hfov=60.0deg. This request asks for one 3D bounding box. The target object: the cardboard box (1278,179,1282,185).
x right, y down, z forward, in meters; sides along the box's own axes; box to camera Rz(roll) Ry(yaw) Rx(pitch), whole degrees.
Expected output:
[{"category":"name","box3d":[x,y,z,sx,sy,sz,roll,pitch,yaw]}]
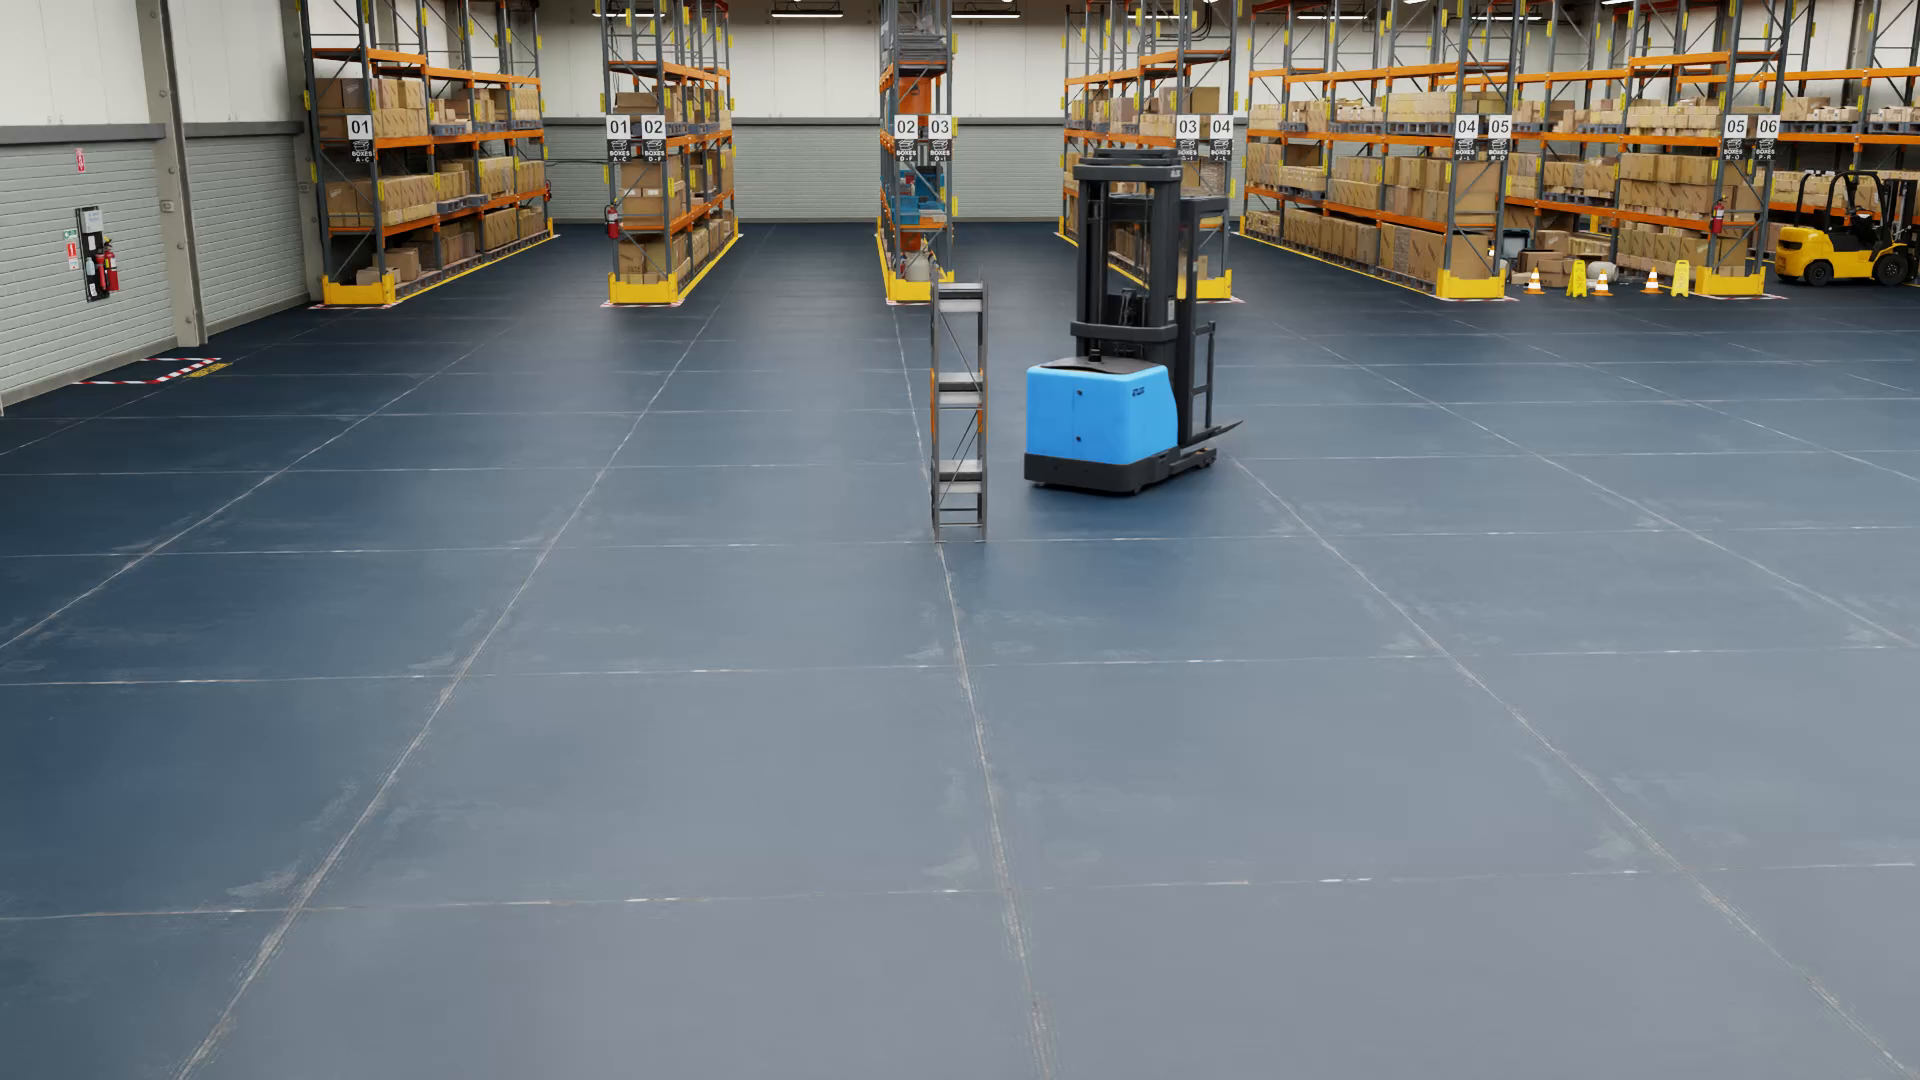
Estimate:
[{"category":"cardboard box","box3d":[8.078,-8.839,41.021,0.380,0.149,0.250,-2,15,-6]}]

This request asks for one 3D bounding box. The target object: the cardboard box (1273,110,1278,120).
[{"category":"cardboard box","box3d":[8.209,-10.725,41.968,0.500,0.250,0.500,-1,15,-6]}]

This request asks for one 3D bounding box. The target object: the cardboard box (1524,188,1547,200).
[{"category":"cardboard box","box3d":[13.404,-8.018,38.471,0.500,0.250,0.500,-1,14,-5]}]

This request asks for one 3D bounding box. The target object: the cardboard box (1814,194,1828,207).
[{"category":"cardboard box","box3d":[18.567,-7.225,35.389,0.500,0.250,0.500,-1,14,-4]}]

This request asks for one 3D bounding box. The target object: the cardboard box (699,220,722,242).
[{"category":"cardboard box","box3d":[-5.993,-7.420,39.978,0.500,0.500,0.500,-1,14,-3]}]

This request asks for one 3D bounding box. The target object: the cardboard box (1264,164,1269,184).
[{"category":"cardboard box","box3d":[8.140,-9.423,42.834,0.500,0.500,0.500,-1,14,-4]}]

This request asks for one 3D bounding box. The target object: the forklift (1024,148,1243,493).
[{"category":"forklift","box3d":[1.784,-2.142,15.471,1.130,2.935,3.031,9,17,31]}]

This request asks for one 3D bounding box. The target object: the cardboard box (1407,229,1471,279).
[{"category":"cardboard box","box3d":[9.091,-5.439,31.565,0.875,0.875,0.875,-1,14,-4]}]

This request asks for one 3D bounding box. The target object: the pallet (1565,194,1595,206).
[{"category":"pallet","box3d":[13.858,-7.384,36.092,1.003,0.211,1.213,-1,14,-3]}]

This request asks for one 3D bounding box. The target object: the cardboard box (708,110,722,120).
[{"category":"cardboard box","box3d":[-6.114,-10.406,40.727,0.500,0.250,0.500,-1,14,-3]}]

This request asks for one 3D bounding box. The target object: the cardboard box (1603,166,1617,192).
[{"category":"cardboard box","box3d":[13.685,-7.481,34.443,0.500,0.500,0.500,-1,14,-4]}]

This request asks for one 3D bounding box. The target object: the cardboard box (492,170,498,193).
[{"category":"cardboard box","box3d":[-10.855,-8.167,37.912,0.500,0.500,0.500,-1,14,-4]}]

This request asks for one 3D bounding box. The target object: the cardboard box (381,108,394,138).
[{"category":"cardboard box","box3d":[-10.301,-7.329,29.230,0.500,0.500,0.500,0,14,0]}]

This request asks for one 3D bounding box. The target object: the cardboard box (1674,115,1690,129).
[{"category":"cardboard box","box3d":[13.823,-7.881,31.320,0.500,0.250,0.500,0,14,-2]}]

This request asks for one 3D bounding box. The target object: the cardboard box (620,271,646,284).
[{"category":"cardboard box","box3d":[-5.916,-4.675,29.851,0.500,0.250,0.500,-1,14,-3]}]

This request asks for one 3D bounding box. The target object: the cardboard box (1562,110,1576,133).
[{"category":"cardboard box","box3d":[13.743,-9.234,36.676,0.700,0.500,0.500,-1,14,-3]}]

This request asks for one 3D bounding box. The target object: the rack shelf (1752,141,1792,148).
[{"category":"rack shelf","box3d":[18.525,-9.648,39.929,1.077,0.370,4.000,-1,14,-3]}]

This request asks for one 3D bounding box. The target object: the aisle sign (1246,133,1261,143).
[{"category":"aisle sign","box3d":[7.961,-11.129,45.045,0.394,0.787,0.004,-1,14,-3]}]

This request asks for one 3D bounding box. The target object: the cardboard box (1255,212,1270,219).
[{"category":"cardboard box","box3d":[8.081,-8.641,44.273,0.380,0.149,0.250,-2,15,-6]}]

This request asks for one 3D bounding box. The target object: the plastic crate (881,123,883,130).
[{"category":"plastic crate","box3d":[-1.716,-10.185,40.997,0.450,0.188,0.662,-1,14,-3]}]

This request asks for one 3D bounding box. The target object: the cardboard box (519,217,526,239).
[{"category":"cardboard box","box3d":[-11.220,-7.762,41.347,0.700,0.500,0.500,-1,14,-3]}]

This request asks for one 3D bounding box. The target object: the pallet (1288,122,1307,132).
[{"category":"pallet","box3d":[8.512,-9.811,39.495,1.213,0.211,1.003,-1,14,-3]}]

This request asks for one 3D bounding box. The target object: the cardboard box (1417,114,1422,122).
[{"category":"cardboard box","box3d":[8.803,-7.917,31.219,0.380,0.149,0.250,-1,14,-3]}]

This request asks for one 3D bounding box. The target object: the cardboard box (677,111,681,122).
[{"category":"cardboard box","box3d":[-5.865,-8.406,33.116,0.500,0.250,0.500,1,14,2]}]

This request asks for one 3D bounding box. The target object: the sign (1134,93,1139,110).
[{"category":"sign","box3d":[3.498,-8.705,32.994,0.100,0.325,0.005,-1,14,-3]}]

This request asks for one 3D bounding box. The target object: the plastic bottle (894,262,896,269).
[{"category":"plastic bottle","box3d":[-1.221,-5.126,31.498,0.061,0.283,0.133,-1,14,-2]}]

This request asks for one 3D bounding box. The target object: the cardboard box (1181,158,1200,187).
[{"category":"cardboard box","box3d":[4.019,-6.636,29.994,0.500,0.500,0.500,-1,14,-3]}]

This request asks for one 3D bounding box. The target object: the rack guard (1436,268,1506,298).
[{"category":"rack guard","box3d":[9.257,-4.661,30.139,1.175,0.500,0.348,-1,14,-3]}]

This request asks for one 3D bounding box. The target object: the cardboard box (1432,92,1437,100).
[{"category":"cardboard box","box3d":[8.849,-8.116,30.389,0.380,0.149,0.250,-1,14,-2]}]

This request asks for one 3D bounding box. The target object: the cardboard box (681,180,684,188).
[{"category":"cardboard box","box3d":[-5.605,-6.967,32.584,0.380,0.149,0.250,-1,14,-3]}]

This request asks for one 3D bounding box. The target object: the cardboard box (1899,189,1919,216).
[{"category":"cardboard box","box3d":[18.755,-6.605,32.477,0.500,0.500,0.500,-1,14,-3]}]

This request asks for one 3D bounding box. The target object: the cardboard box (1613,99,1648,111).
[{"category":"cardboard box","box3d":[13.779,-8.942,34.195,0.500,0.250,0.500,-1,14,-2]}]

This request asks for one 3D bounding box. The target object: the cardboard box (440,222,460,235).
[{"category":"cardboard box","box3d":[-10.958,-6.631,35.408,0.500,0.250,0.500,-1,14,-2]}]

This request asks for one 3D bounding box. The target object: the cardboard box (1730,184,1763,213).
[{"category":"cardboard box","box3d":[14.438,-6.294,30.671,0.500,0.500,0.500,-1,14,-4]}]

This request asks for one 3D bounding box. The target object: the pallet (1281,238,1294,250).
[{"category":"pallet","box3d":[8.562,-7.318,41.045,1.003,0.211,1.213,-1,14,-3]}]

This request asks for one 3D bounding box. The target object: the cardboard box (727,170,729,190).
[{"category":"cardboard box","box3d":[-6.188,-9.216,42.626,0.500,0.500,0.500,-1,14,-4]}]

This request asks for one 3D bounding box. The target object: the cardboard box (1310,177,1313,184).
[{"category":"cardboard box","box3d":[8.257,-8.275,38.234,0.380,0.149,0.250,0,14,-1]}]

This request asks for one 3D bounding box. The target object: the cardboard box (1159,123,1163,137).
[{"category":"cardboard box","box3d":[3.959,-7.574,30.725,0.500,0.250,0.500,-1,14,-2]}]

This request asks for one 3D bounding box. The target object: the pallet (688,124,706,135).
[{"category":"pallet","box3d":[-5.880,-8.580,34.712,1.003,0.211,1.213,0,14,-1]}]

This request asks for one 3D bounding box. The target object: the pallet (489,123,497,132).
[{"category":"pallet","box3d":[-11.193,-9.385,37.842,1.003,0.211,1.213,0,14,-1]}]

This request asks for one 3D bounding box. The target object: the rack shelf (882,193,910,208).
[{"category":"rack shelf","box3d":[-1.264,-7.888,39.110,1.077,0.370,4.000,-1,14,-3]}]

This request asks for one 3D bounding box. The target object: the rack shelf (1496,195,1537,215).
[{"category":"rack shelf","box3d":[13.571,-8.118,40.001,1.077,0.370,4.000,-1,14,-3]}]

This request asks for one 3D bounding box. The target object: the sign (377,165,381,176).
[{"category":"sign","box3d":[-11.334,-7.143,32.445,0.100,0.325,0.005,-1,14,-3]}]

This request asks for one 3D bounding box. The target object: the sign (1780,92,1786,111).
[{"category":"sign","box3d":[14.732,-7.864,29.796,0.100,0.325,0.005,-1,14,-3]}]

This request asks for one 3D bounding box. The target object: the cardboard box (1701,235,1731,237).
[{"category":"cardboard box","box3d":[14.377,-5.555,31.767,0.500,0.500,0.500,-1,14,-6]}]

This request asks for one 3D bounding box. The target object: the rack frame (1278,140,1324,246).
[{"category":"rack frame","box3d":[8.512,-8.862,41.450,1.000,3.000,0.127,-1,14,-3]}]

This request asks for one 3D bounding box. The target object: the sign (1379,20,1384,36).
[{"category":"sign","box3d":[9.314,-11.311,36.737,0.100,0.325,0.005,-1,14,-3]}]

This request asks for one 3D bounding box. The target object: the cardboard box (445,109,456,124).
[{"category":"cardboard box","box3d":[-11.040,-8.775,34.845,0.797,0.503,0.637,1,14,4]}]

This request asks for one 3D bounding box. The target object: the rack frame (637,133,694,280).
[{"category":"rack frame","box3d":[-5.836,-6.669,32.927,1.000,3.000,0.127,-1,14,-3]}]

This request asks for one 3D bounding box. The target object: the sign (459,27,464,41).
[{"category":"sign","box3d":[-11.831,-12.013,39.466,0.100,0.325,0.005,-1,14,-3]}]

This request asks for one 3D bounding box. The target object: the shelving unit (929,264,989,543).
[{"category":"shelving unit","box3d":[-0.010,-1.058,12.925,0.431,2.100,0.503,-1,14,-3]}]

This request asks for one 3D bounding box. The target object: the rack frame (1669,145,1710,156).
[{"category":"rack frame","box3d":[18.401,-9.041,42.146,1.000,3.000,0.127,-1,14,-3]}]

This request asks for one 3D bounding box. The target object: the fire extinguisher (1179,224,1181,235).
[{"category":"fire extinguisher","box3d":[3.846,-5.753,29.523,0.296,0.674,0.183,-1,14,-3]}]
